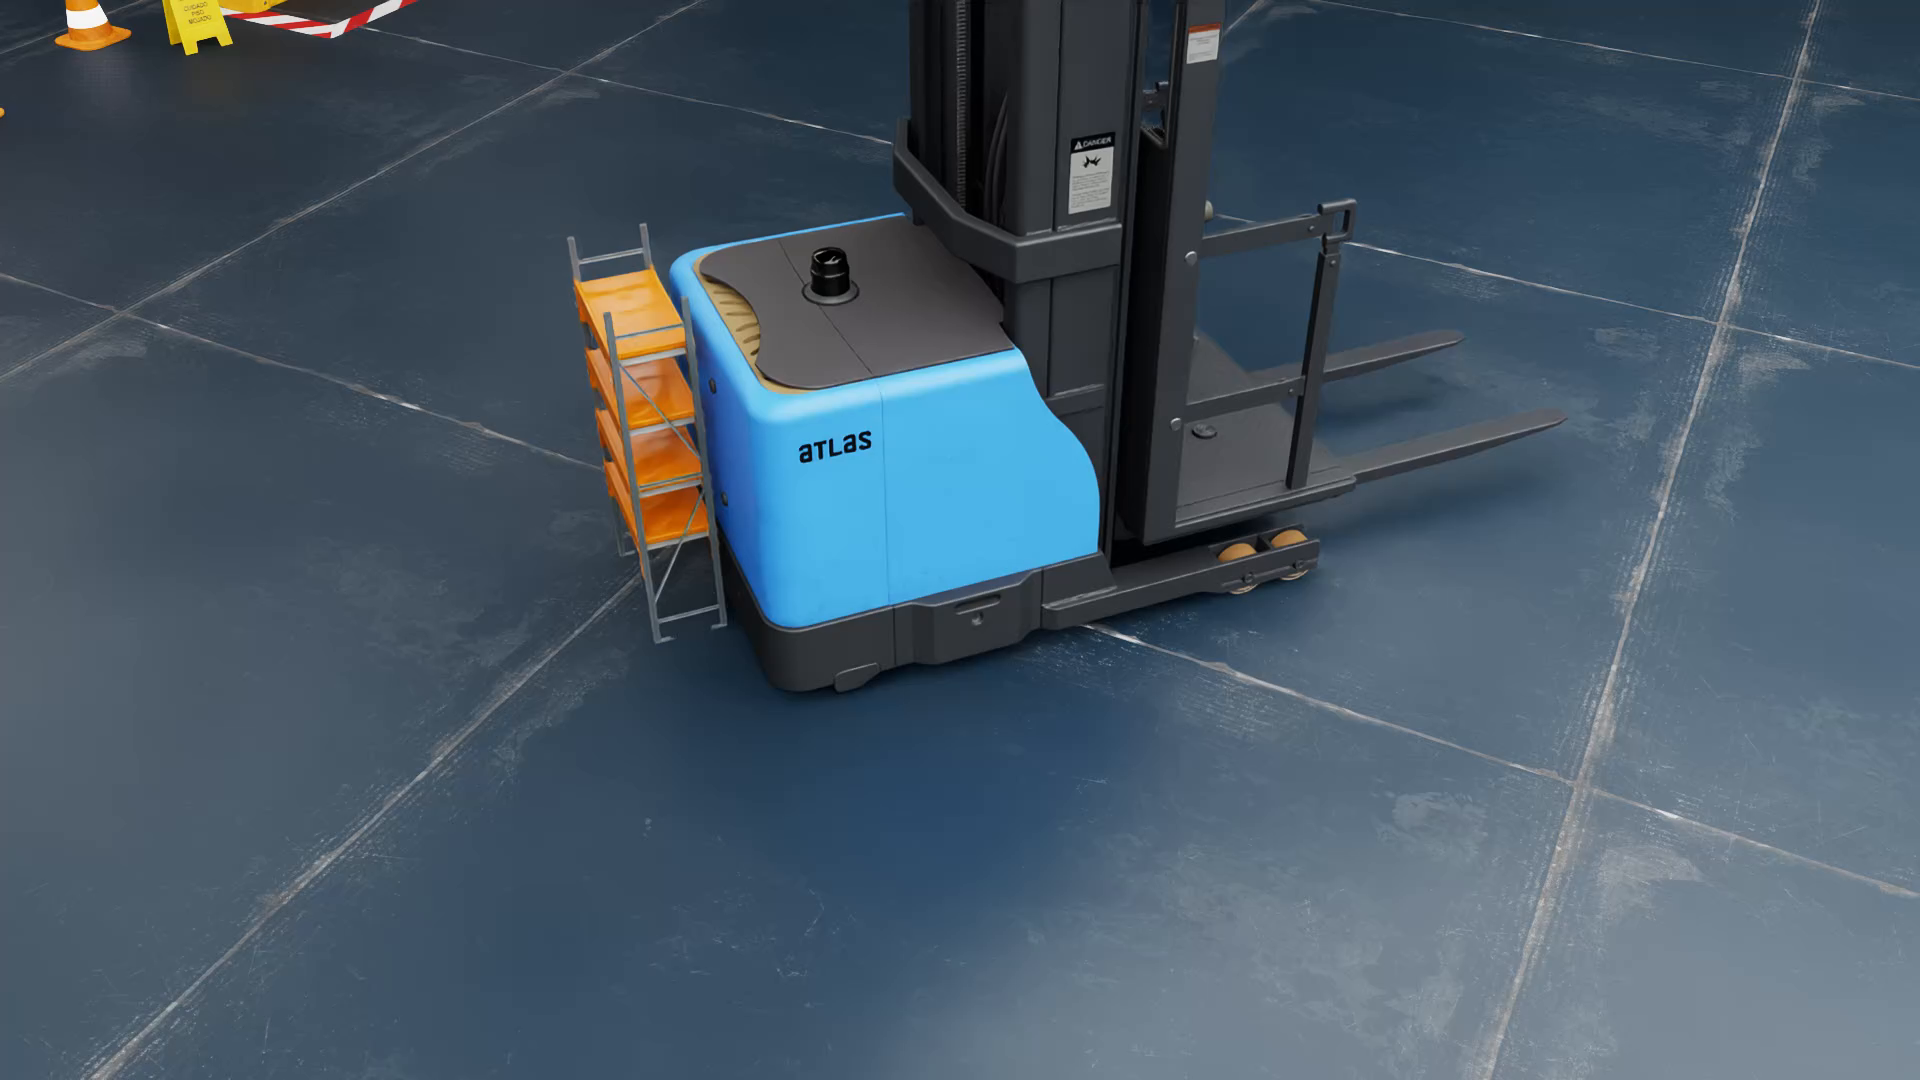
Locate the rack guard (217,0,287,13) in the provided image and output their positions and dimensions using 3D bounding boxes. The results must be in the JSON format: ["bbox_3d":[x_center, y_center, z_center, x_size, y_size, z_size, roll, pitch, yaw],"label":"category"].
[{"bbox_3d":[-4.062,-3.671,10.172,0.348,0.500,1.175,17,41,21],"label":"rack guard"}]

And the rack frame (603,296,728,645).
[{"bbox_3d":[-0.869,-0.175,4.987,0.240,1.200,0.015,-14,39,-17],"label":"rack frame"}]

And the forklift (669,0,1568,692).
[{"bbox_3d":[0.655,-1.271,5.000,3.031,2.935,1.130,-14,39,-18],"label":"forklift"}]

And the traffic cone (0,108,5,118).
[{"bbox_3d":[-5.179,-2.371,8.491,0.334,0.463,0.336,17,41,21],"label":"traffic cone"}]

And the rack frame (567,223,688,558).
[{"bbox_3d":[-1.053,-0.448,5.347,0.240,1.200,0.015,-14,39,-17],"label":"rack frame"}]

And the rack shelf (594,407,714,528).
[{"bbox_3d":[-0.961,-0.258,5.208,0.258,0.148,0.480,-14,39,-17],"label":"rack shelf"}]

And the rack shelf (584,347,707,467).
[{"bbox_3d":[-0.962,-0.436,5.072,0.258,0.148,0.480,-14,39,-17],"label":"rack shelf"}]

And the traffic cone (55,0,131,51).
[{"bbox_3d":[-4.970,-3.062,9.401,0.334,0.463,0.336,17,41,21],"label":"traffic cone"}]

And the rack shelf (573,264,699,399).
[{"bbox_3d":[-0.964,-0.624,4.929,0.258,0.148,0.480,-14,39,-17],"label":"rack shelf"}]

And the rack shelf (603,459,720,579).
[{"bbox_3d":[-0.959,-0.101,5.328,0.258,0.148,0.480,-14,39,-17],"label":"rack shelf"}]

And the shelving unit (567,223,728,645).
[{"bbox_3d":[-0.961,-0.312,5.167,0.258,1.200,0.503,-14,39,-17],"label":"shelving unit"}]

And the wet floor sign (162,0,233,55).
[{"bbox_3d":[-4.318,-3.080,9.274,0.267,0.644,0.232,-29,46,-33],"label":"wet floor sign"}]
